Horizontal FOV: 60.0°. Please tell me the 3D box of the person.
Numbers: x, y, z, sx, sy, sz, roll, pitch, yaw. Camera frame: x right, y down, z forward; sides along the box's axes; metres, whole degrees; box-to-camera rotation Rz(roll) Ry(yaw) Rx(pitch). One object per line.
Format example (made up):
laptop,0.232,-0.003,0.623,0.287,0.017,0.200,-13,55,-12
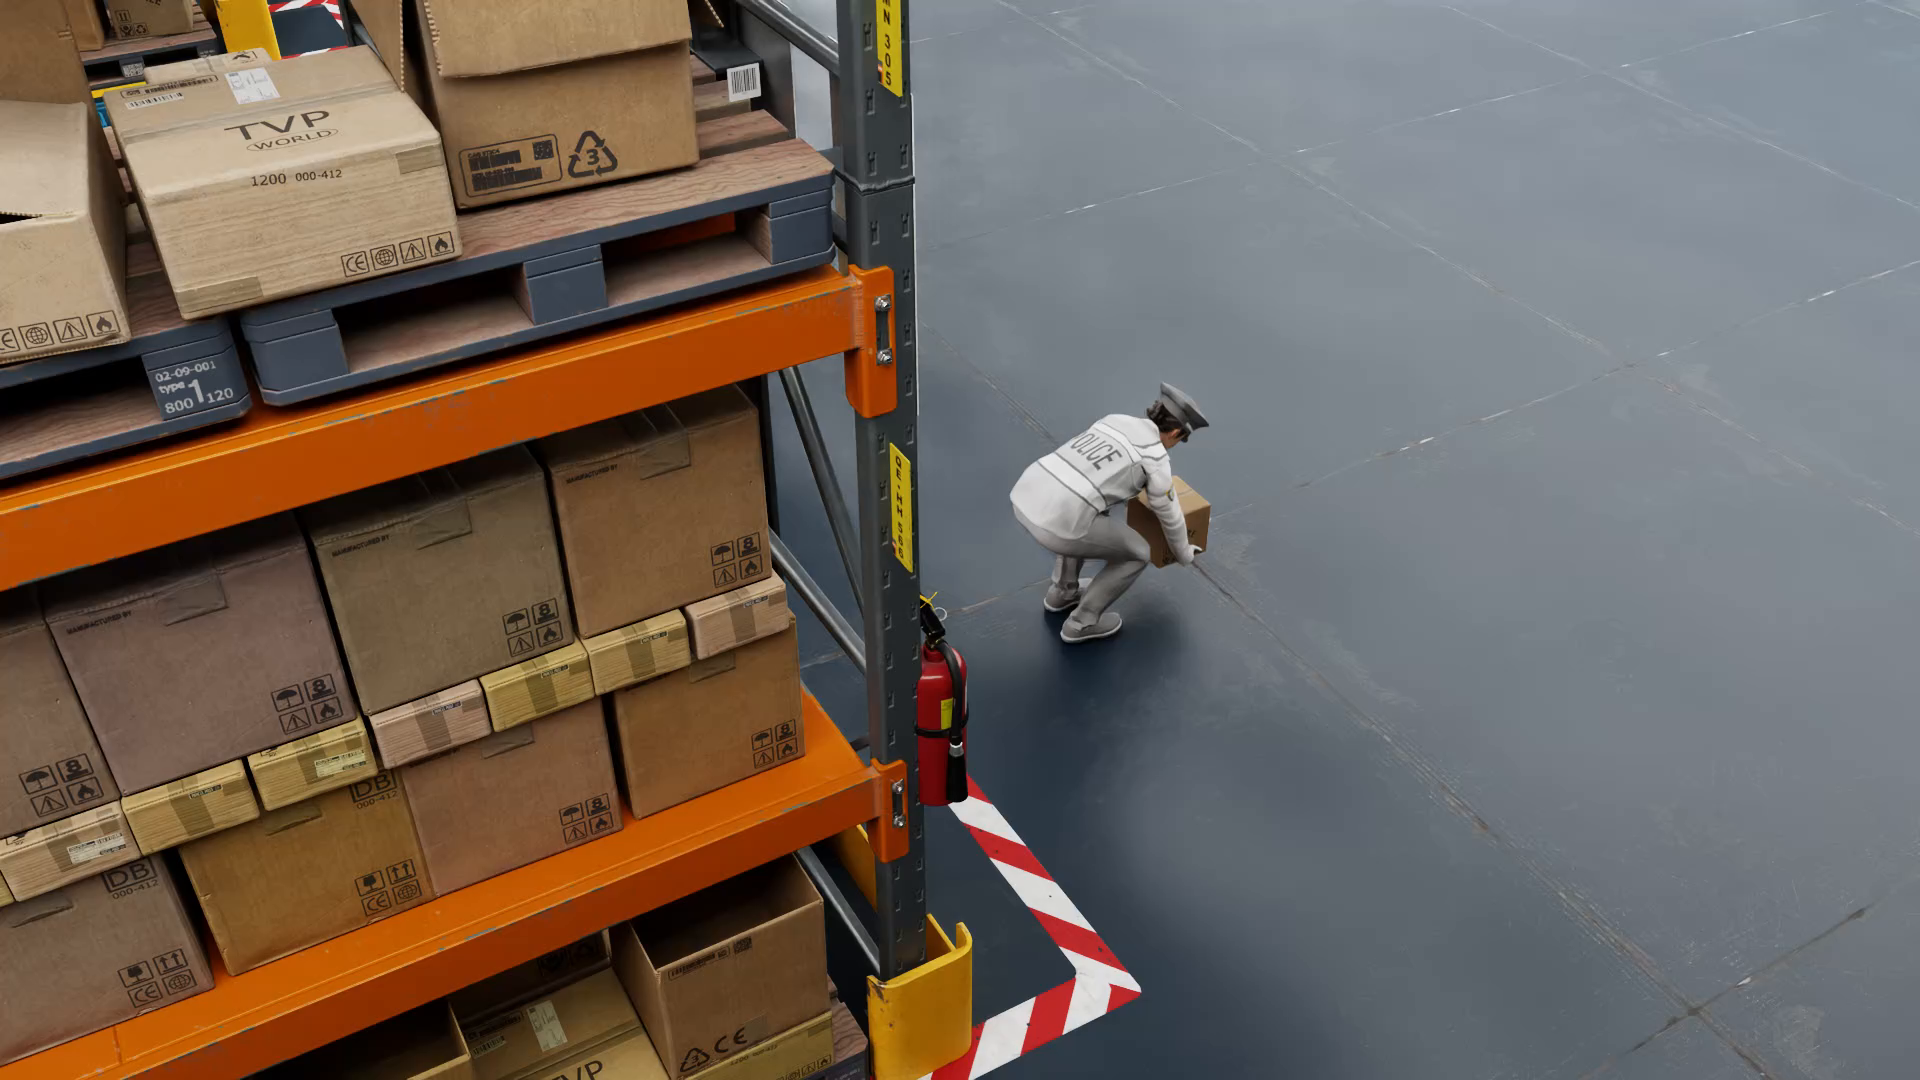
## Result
person,0.629,-0.110,6.865,0.906,0.983,0.455,-21,42,-25
